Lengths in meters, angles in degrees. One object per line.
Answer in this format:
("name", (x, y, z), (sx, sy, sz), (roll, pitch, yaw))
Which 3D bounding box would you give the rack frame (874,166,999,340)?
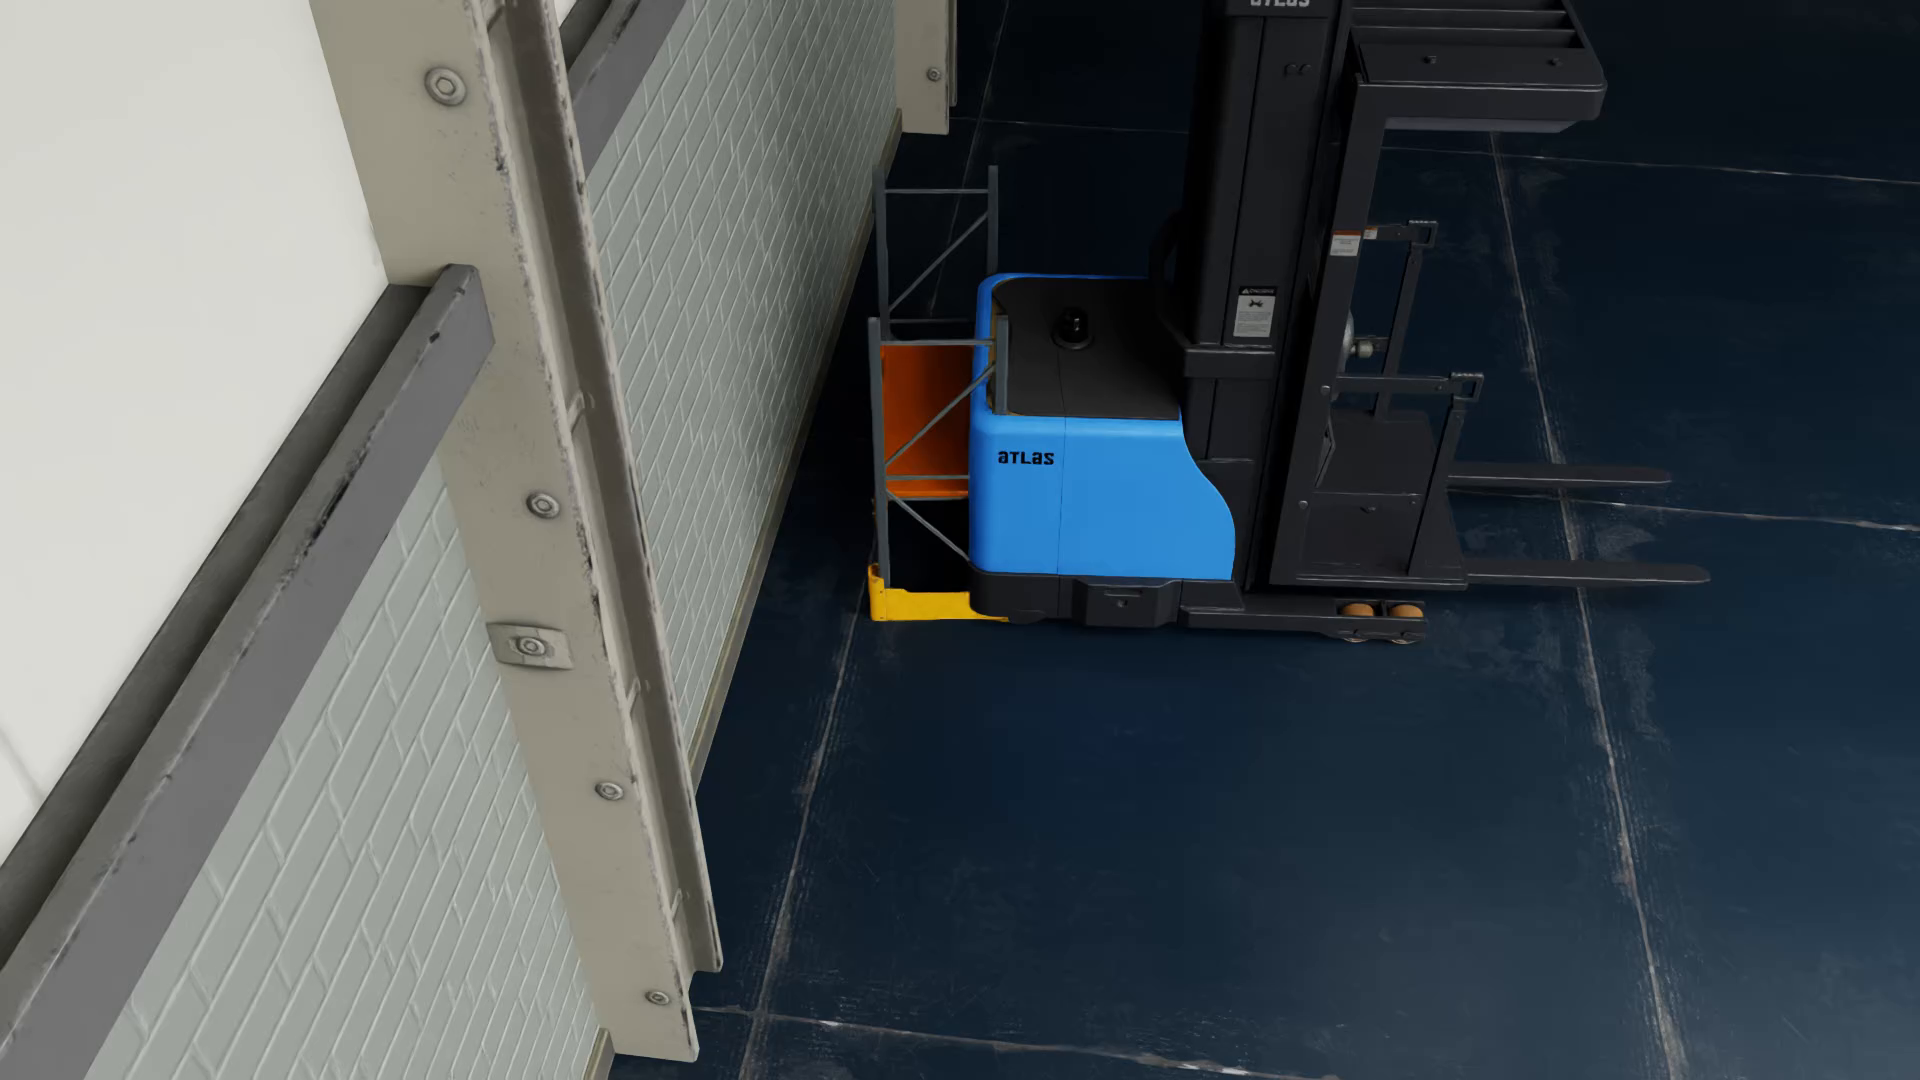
("rack frame", (-0.095, -0.938, 7.149), (0.500, 1.500, 0.032), (-1, 43, -1))

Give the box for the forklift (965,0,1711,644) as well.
("forklift", (1.555, -1.016, 6.192), (3.031, 2.935, 1.130), (2, 43, 2))

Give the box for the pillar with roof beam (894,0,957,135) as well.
("pillar with roof beam", (4.068, -5.404, 6.412), (9.100, 9.000, 0.400), (5, 44, 6))

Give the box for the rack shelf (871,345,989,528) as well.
("rack shelf", (-0.087, -0.458, 6.904), (0.538, 0.185, 1.000), (-1, 43, -1))

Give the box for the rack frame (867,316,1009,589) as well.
("rack frame", (-0.079, -0.239, 6.411), (0.500, 1.500, 0.032), (-1, 43, -1))

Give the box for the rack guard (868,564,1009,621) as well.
("rack guard", (-0.079, 0.214, 6.842), (0.587, 0.250, 0.087), (-1, 43, -1))

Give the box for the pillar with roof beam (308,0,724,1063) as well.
("pillar with roof beam", (3.275, -1.315, 2.094), (9.100, 9.000, 0.400), (5, 44, 6))

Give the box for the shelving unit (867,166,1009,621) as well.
("shelving unit", (-0.087, -0.582, 6.774), (0.587, 1.500, 1.083), (-1, 43, -1))
